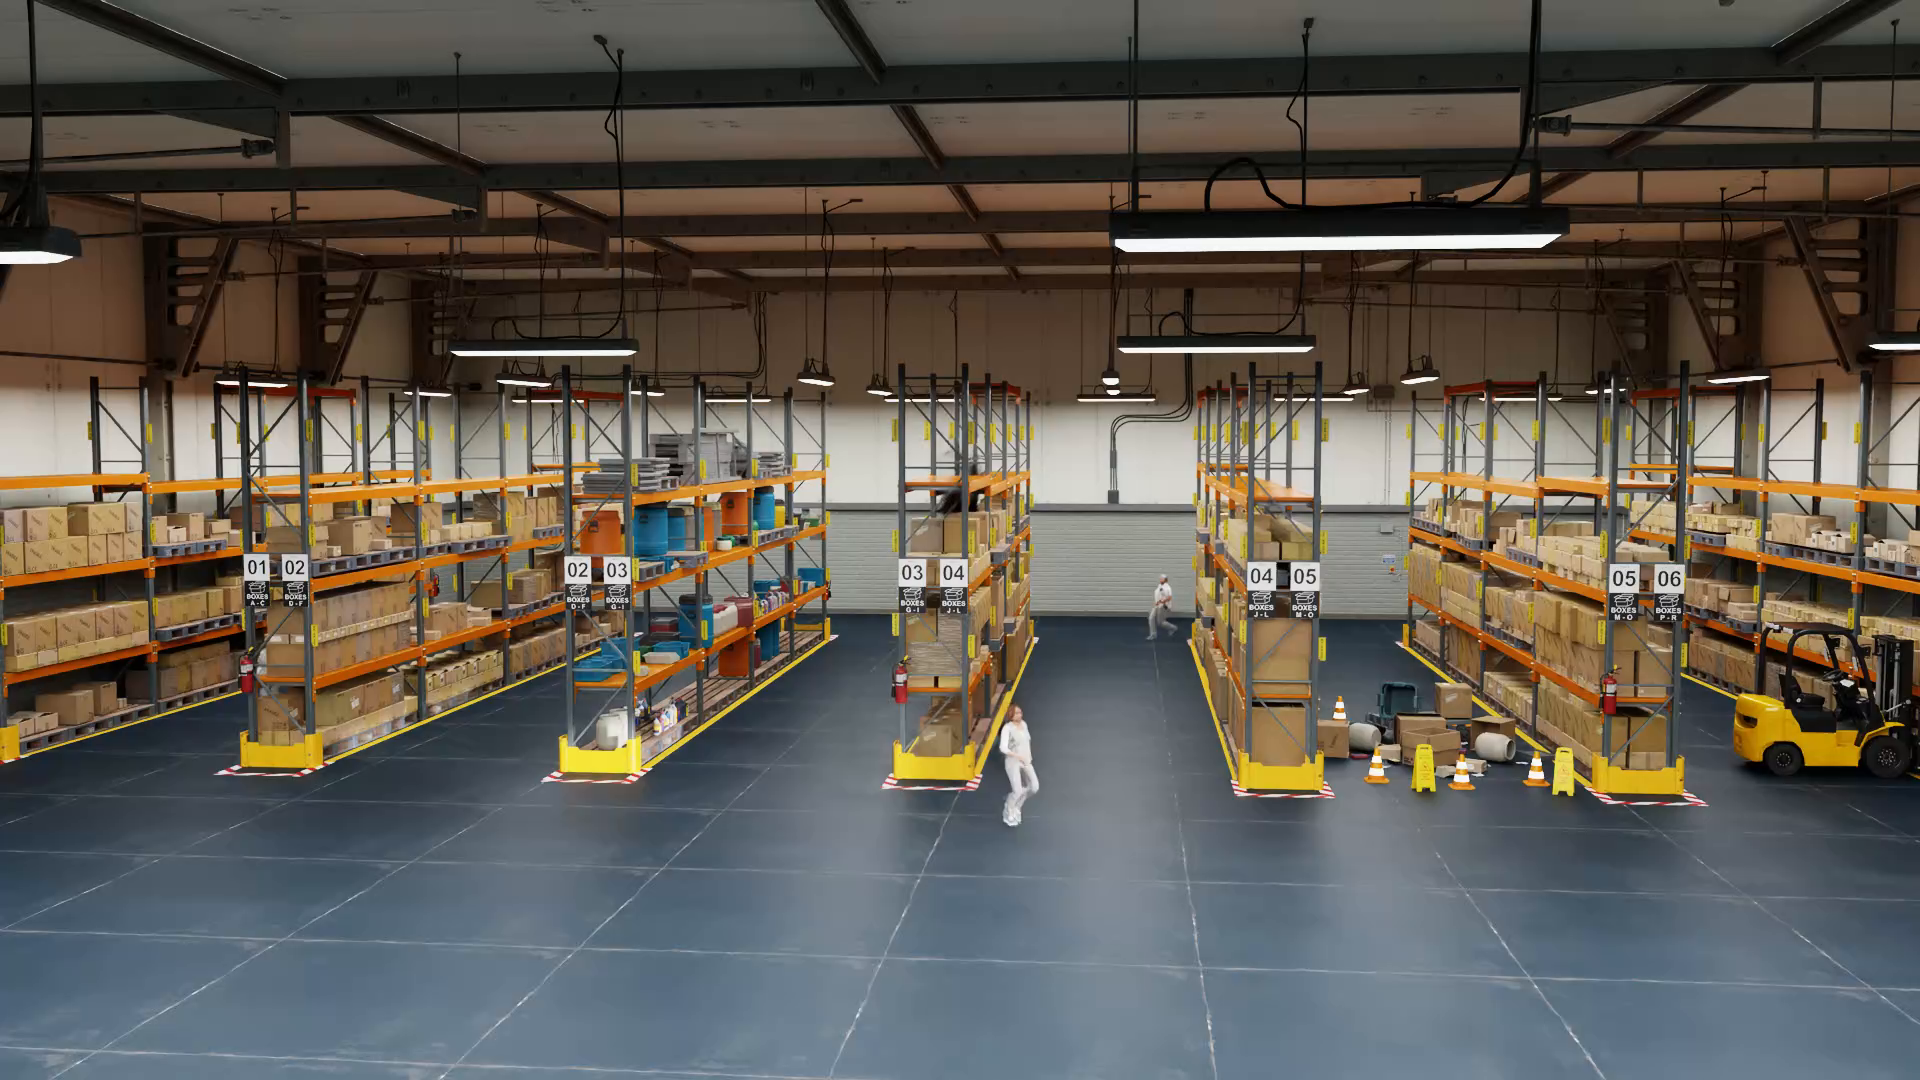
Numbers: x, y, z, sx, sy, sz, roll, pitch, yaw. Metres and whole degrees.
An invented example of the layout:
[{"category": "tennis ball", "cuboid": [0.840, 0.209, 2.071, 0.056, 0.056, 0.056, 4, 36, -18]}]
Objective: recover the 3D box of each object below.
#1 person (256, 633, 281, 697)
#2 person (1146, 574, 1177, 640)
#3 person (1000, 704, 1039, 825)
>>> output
[{"category": "person", "cuboid": [-11.644, 2.372, 28.121, 0.612, 1.648, 0.576, 0, 4, 3]}, {"category": "person", "cuboid": [4.917, 1.625, 40.217, 0.748, 1.630, 0.648, -1, 4, -20]}, {"category": "person", "cuboid": [0.753, 2.864, 21.162, 0.553, 1.558, 0.540, -3, 5, -40]}]
